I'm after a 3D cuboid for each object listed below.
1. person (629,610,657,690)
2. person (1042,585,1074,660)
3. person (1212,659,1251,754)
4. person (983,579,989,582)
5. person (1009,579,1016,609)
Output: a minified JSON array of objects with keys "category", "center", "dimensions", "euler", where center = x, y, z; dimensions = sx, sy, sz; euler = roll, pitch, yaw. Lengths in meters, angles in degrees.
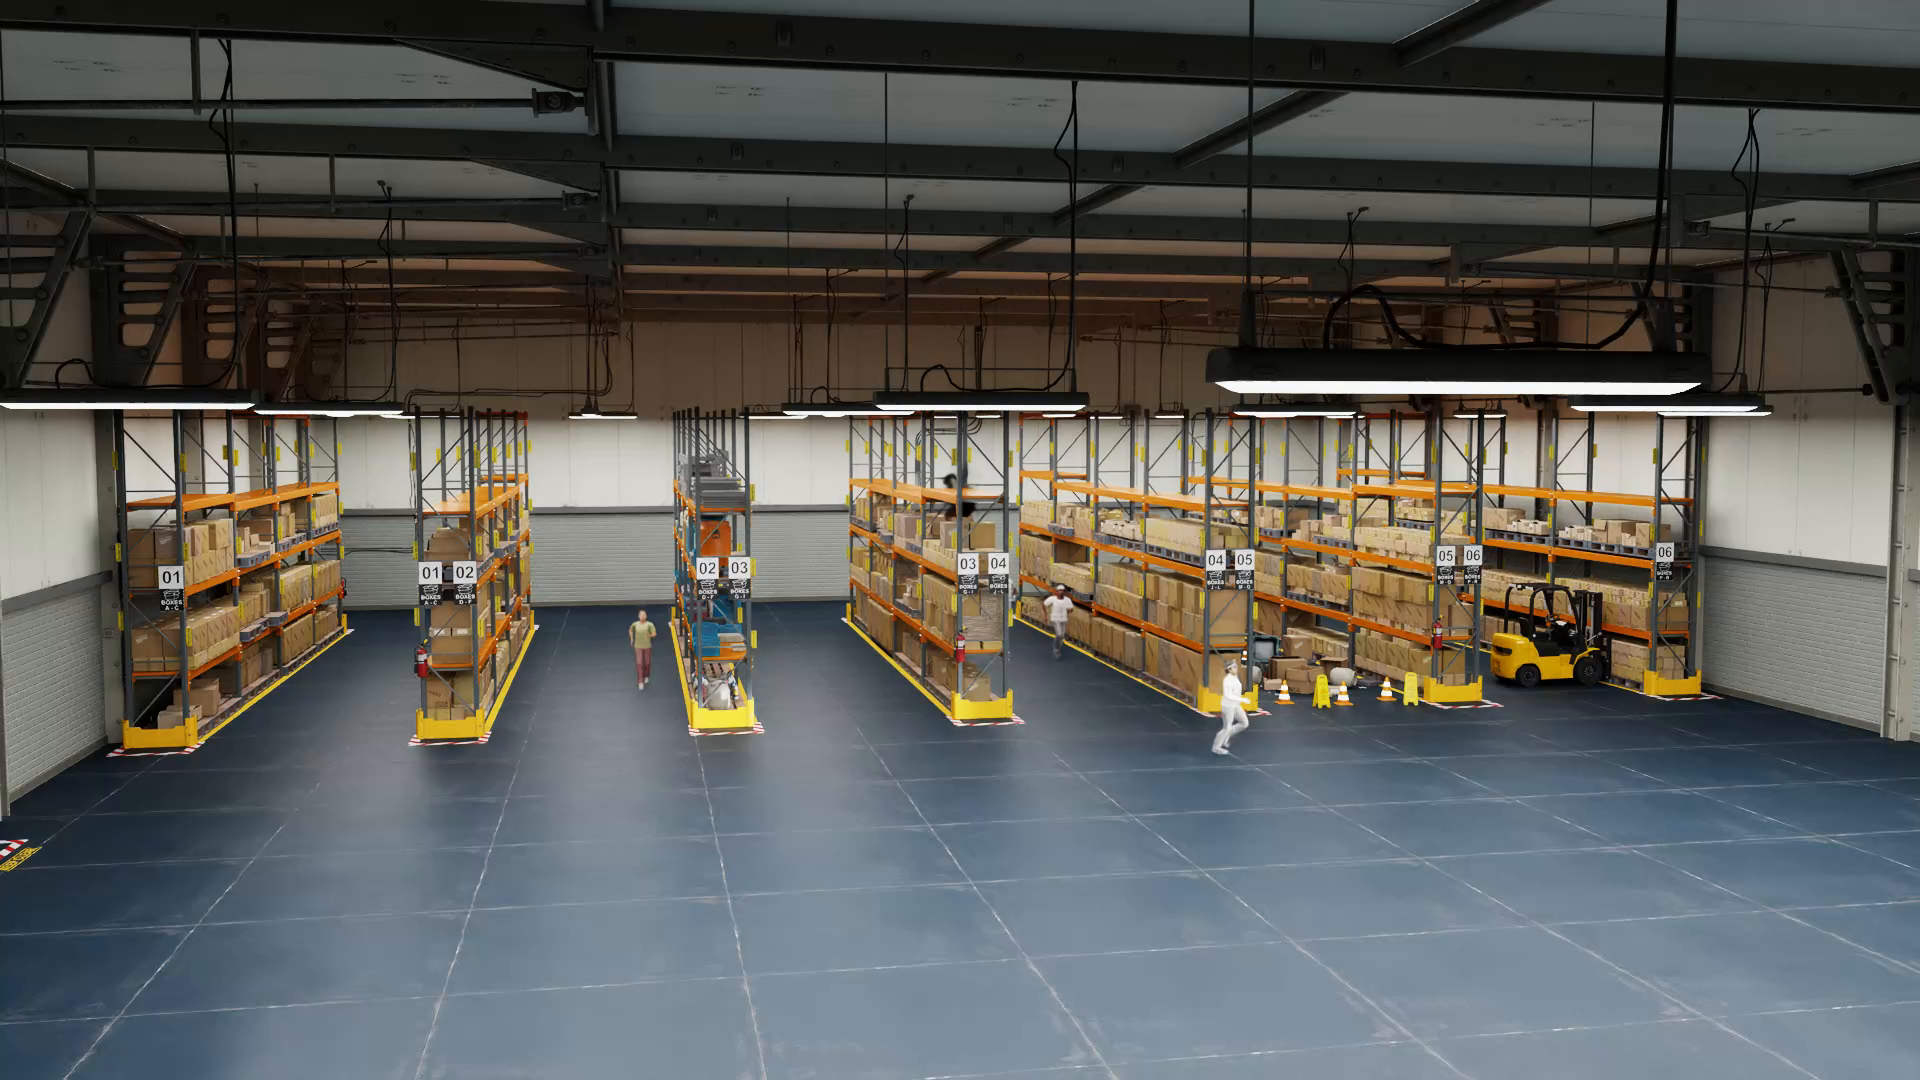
[{"category":"person","center":[-6.809,2.322,35.736],"dimensions":[0.573,1.658,0.964],"euler":[-1,4,-12]},{"category":"person","center":[2.413,1.985,40.205],"dimensions":[0.684,1.805,0.701],"euler":[-1,4,-19]},{"category":"person","center":[4.690,2.855,28.574],"dimensions":[0.699,1.648,0.635],"euler":[3,5,32]},{"category":"person","center":[0.572,1.574,47.647],"dimensions":[0.568,1.524,0.475],"euler":[0,4,3]},{"category":"person","center":[1.199,1.671,44.799],"dimensions":[0.690,1.739,0.525],"euler":[0,4,-5]}]
